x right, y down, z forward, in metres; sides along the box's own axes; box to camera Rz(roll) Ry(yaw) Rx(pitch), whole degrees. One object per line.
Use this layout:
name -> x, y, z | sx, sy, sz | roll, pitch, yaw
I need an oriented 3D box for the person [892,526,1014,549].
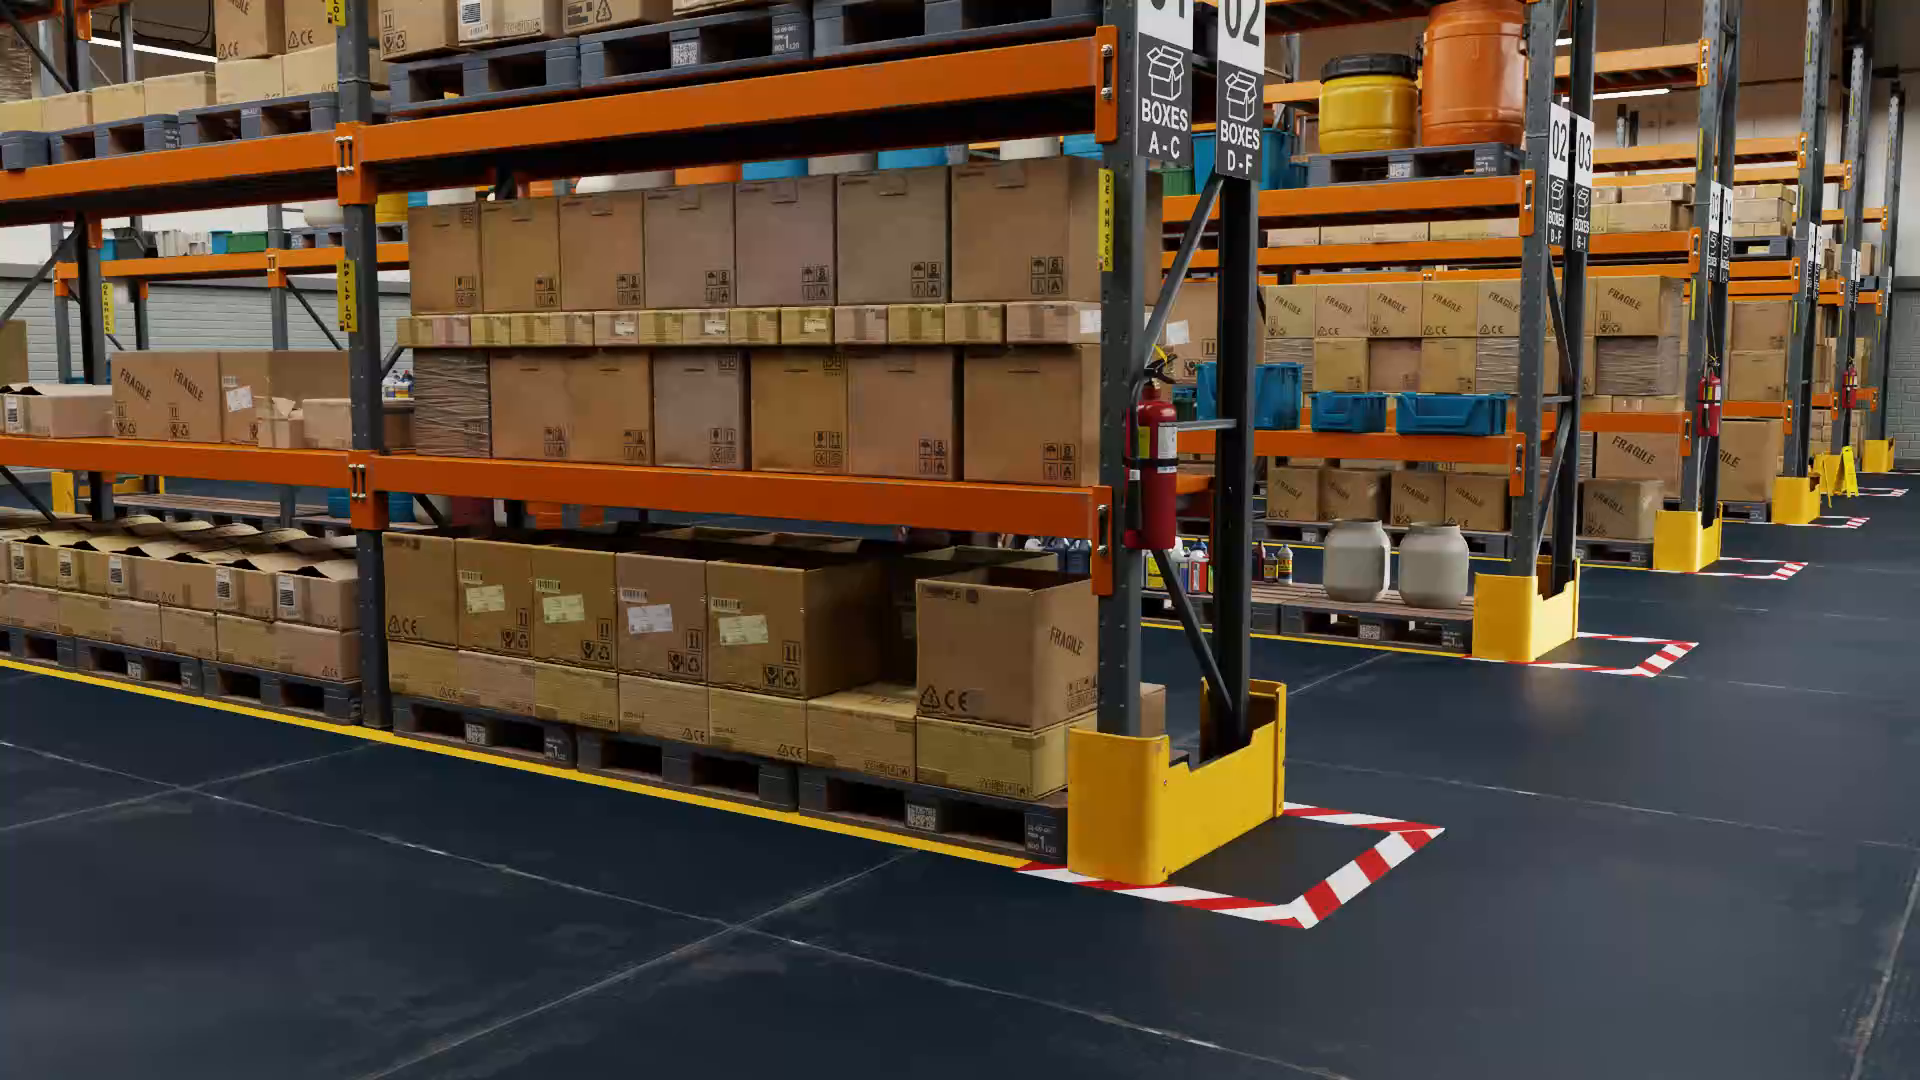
person -> -0.028, -0.076, 8.599 | 0.697, 1.779, 0.579 | 0, 6, 2
